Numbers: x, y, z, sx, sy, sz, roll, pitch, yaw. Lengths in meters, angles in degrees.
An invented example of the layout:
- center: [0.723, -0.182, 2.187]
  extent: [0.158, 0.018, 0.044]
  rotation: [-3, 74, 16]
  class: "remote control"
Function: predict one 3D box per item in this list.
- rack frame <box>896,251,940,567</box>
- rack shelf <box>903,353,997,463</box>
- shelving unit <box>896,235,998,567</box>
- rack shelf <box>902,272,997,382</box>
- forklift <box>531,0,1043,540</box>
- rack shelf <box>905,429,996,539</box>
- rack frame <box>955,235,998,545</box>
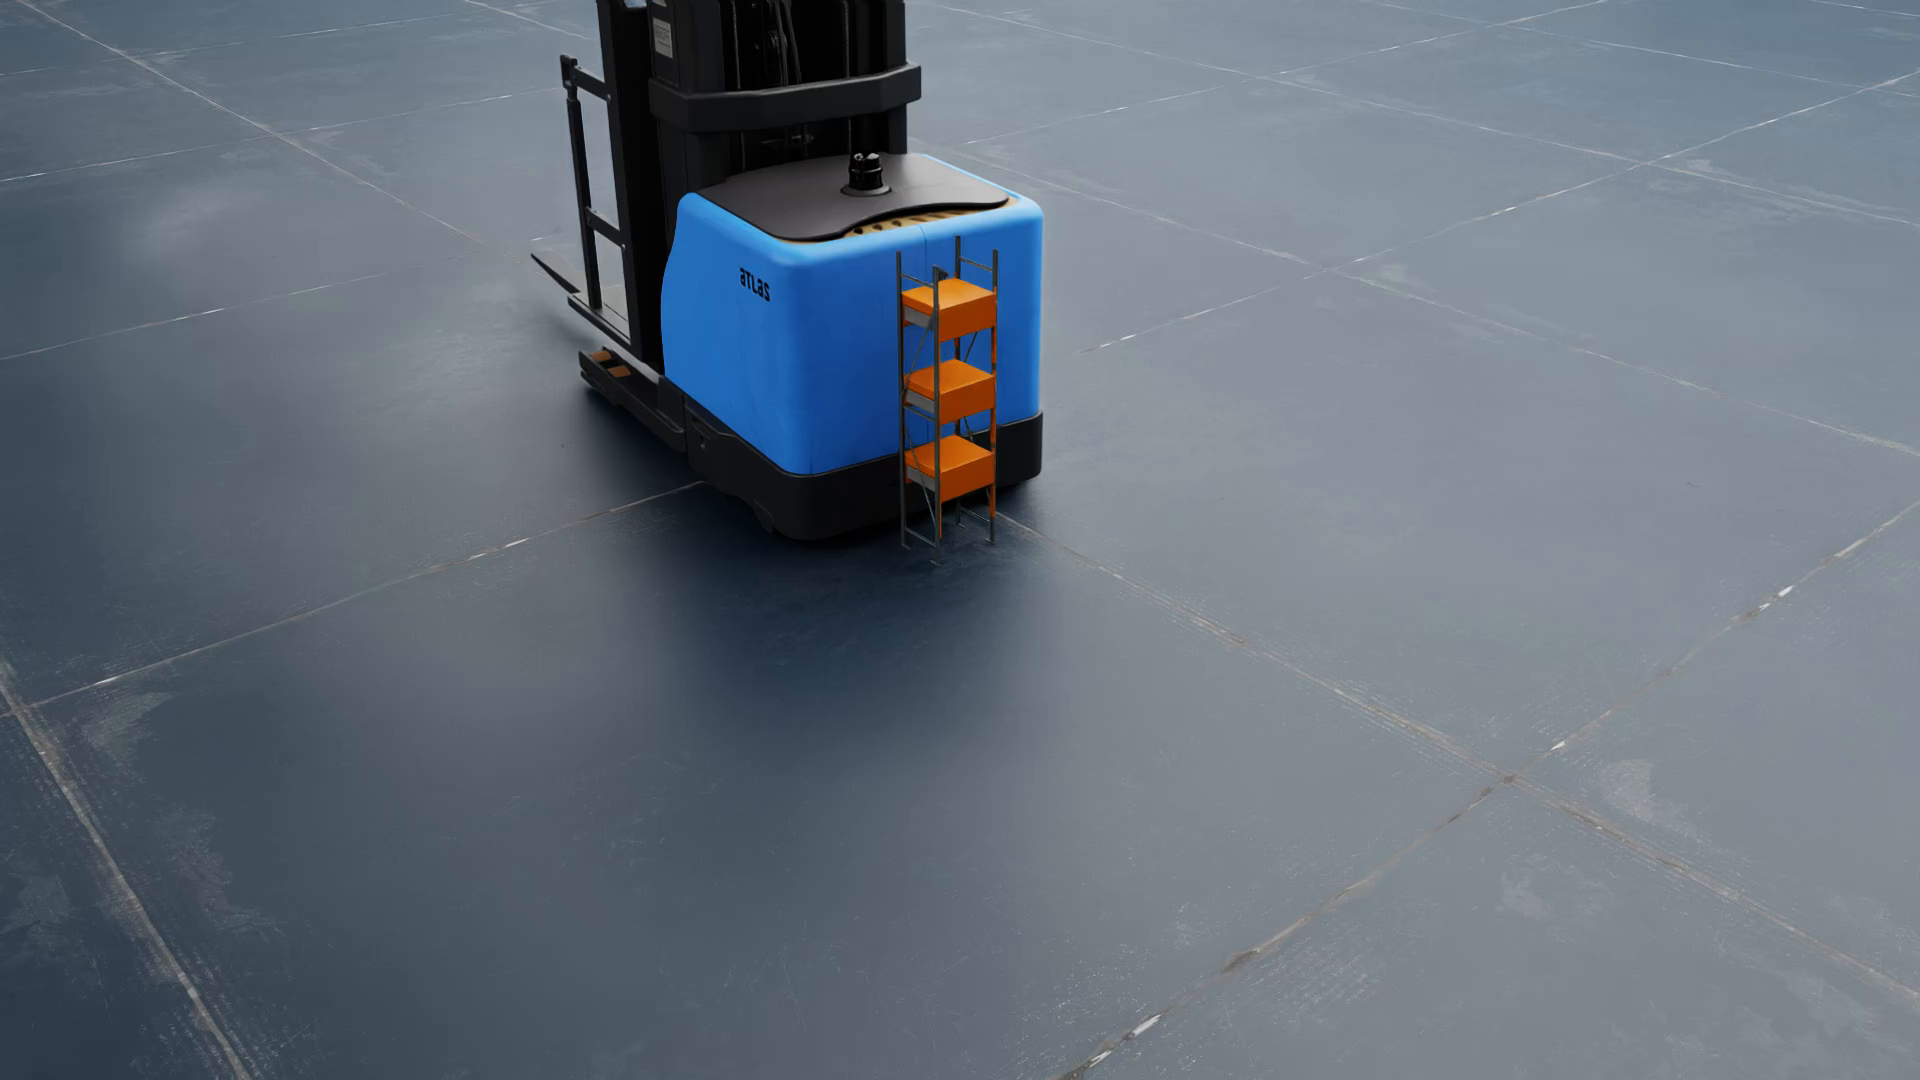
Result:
- center: [-0.134, -0.409, 5.402]
  extent: [0.008, 1.050, 0.200]
  rotation: [-22, 35, -35]
  class: "rack frame"
- center: [-0.041, -0.437, 5.477]
  extent: [0.240, 0.259, 0.215]
  rotation: [-22, 35, -35]
  class: "rack shelf"
- center: [-0.041, -0.447, 5.472]
  extent: [0.252, 1.050, 0.215]
  rotation: [-22, 35, -35]
  class: "shelving unit"
- center: [-0.041, -0.688, 5.343]
  extent: [0.240, 0.259, 0.215]
  rotation: [-22, 35, -35]
  class: "rack shelf"
- center: [-0.920, -1.941, 6.273]
  extent: [1.130, 2.935, 3.031]
  rotation: [-17, 32, -28]
  class: "forklift"
- center: [-0.041, -0.192, 5.608]
  extent: [0.240, 0.259, 0.215]
  rotation: [-22, 35, -35]
  class: "rack shelf"
- center: [0.052, -0.484, 5.542]
  extent: [0.008, 1.050, 0.200]
  rotation: [-22, 35, -35]
  class: "rack frame"
